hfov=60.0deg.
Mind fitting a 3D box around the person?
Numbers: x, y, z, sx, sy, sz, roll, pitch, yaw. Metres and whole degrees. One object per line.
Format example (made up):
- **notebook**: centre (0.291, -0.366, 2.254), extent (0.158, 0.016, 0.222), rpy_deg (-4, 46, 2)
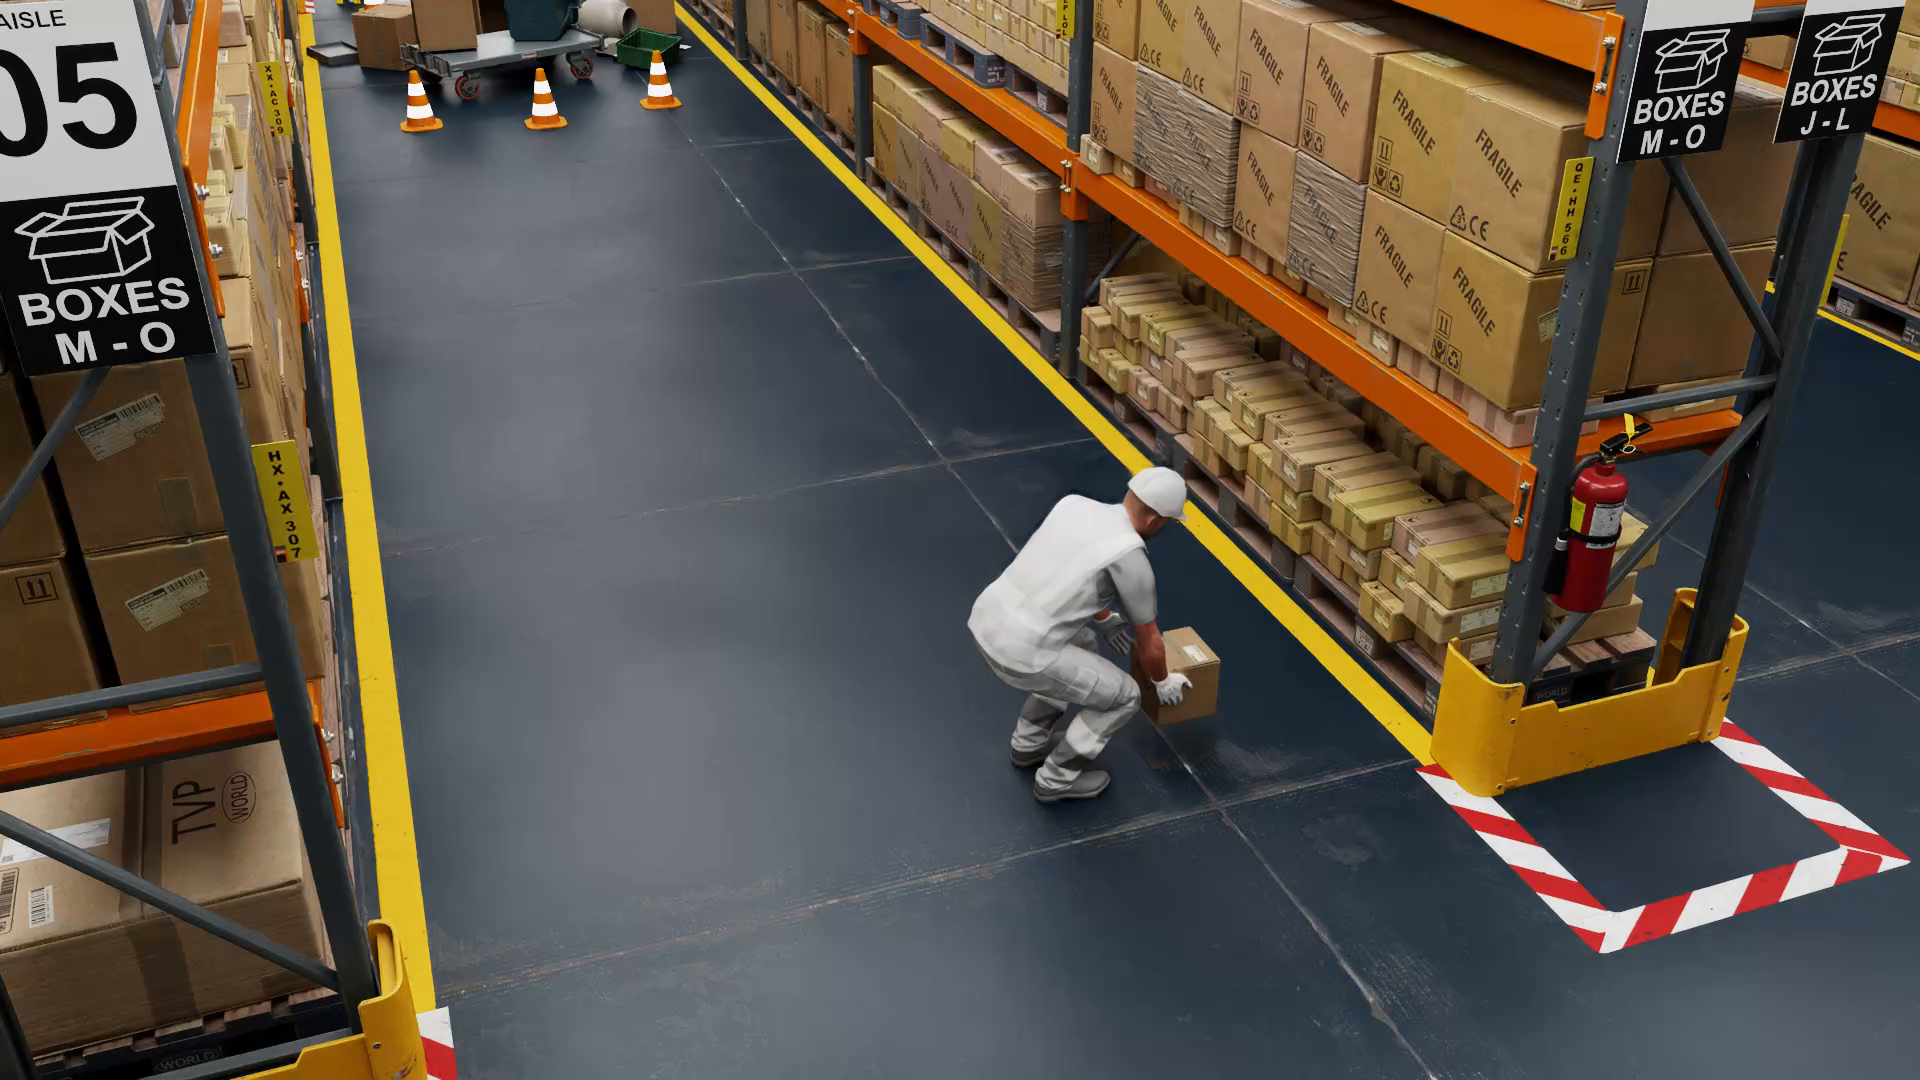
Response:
- **person**: centre (0.436, 0.328, 6.112), extent (0.839, 1.212, 0.586), rpy_deg (-10, 31, -18)
